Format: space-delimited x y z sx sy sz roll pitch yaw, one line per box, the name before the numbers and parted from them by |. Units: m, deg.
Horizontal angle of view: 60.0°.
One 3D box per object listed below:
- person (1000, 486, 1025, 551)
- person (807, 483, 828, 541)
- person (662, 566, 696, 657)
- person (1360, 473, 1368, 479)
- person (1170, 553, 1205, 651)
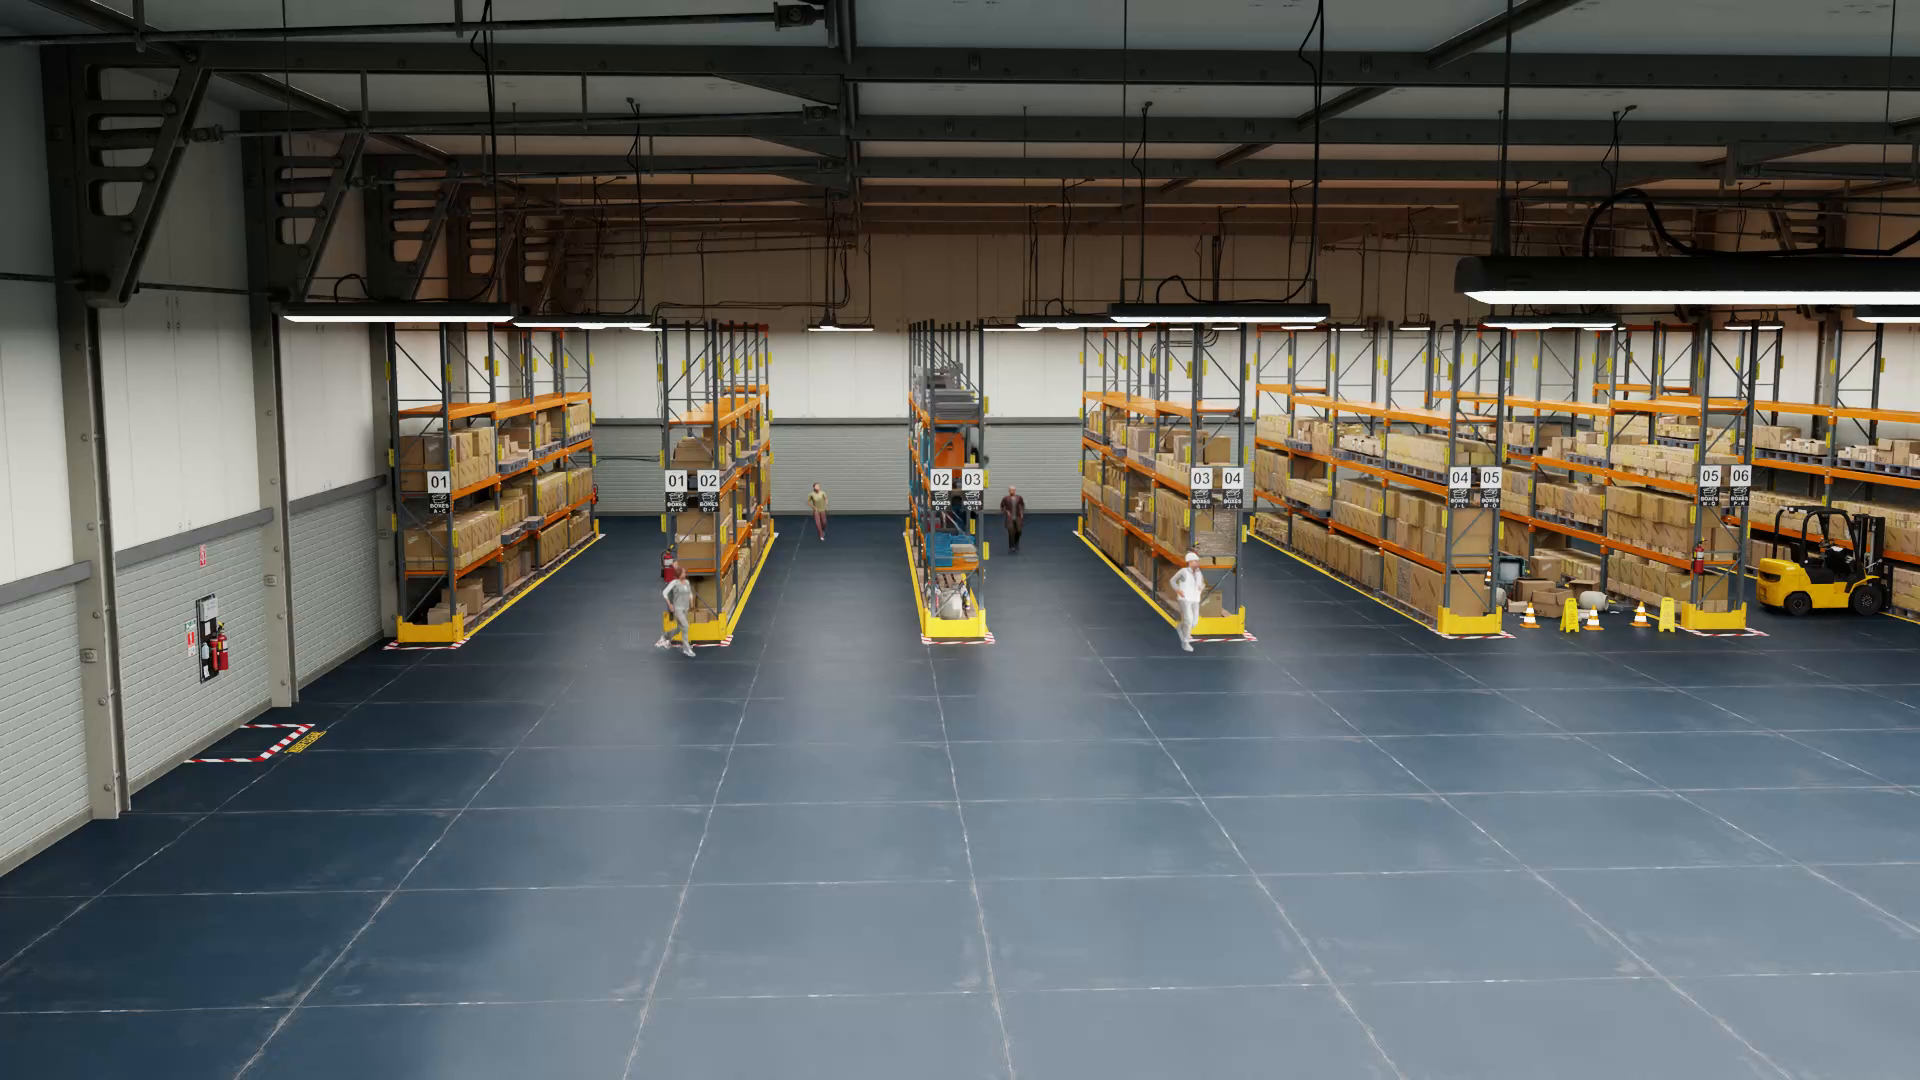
person | 1.410 -0.554 43.761 0.682 1.735 0.654 -1 7 -8
person | -3.959 -0.793 46.273 0.609 1.619 0.548 -2 7 -15
person | -5.030 1.264 29.868 0.822 1.585 0.550 5 9 34
person | 12.022 -1.178 49.478 0.583 1.619 0.595 0 7 0
person | 4.231 1.104 30.637 0.683 1.740 0.855 -4 8 -30
